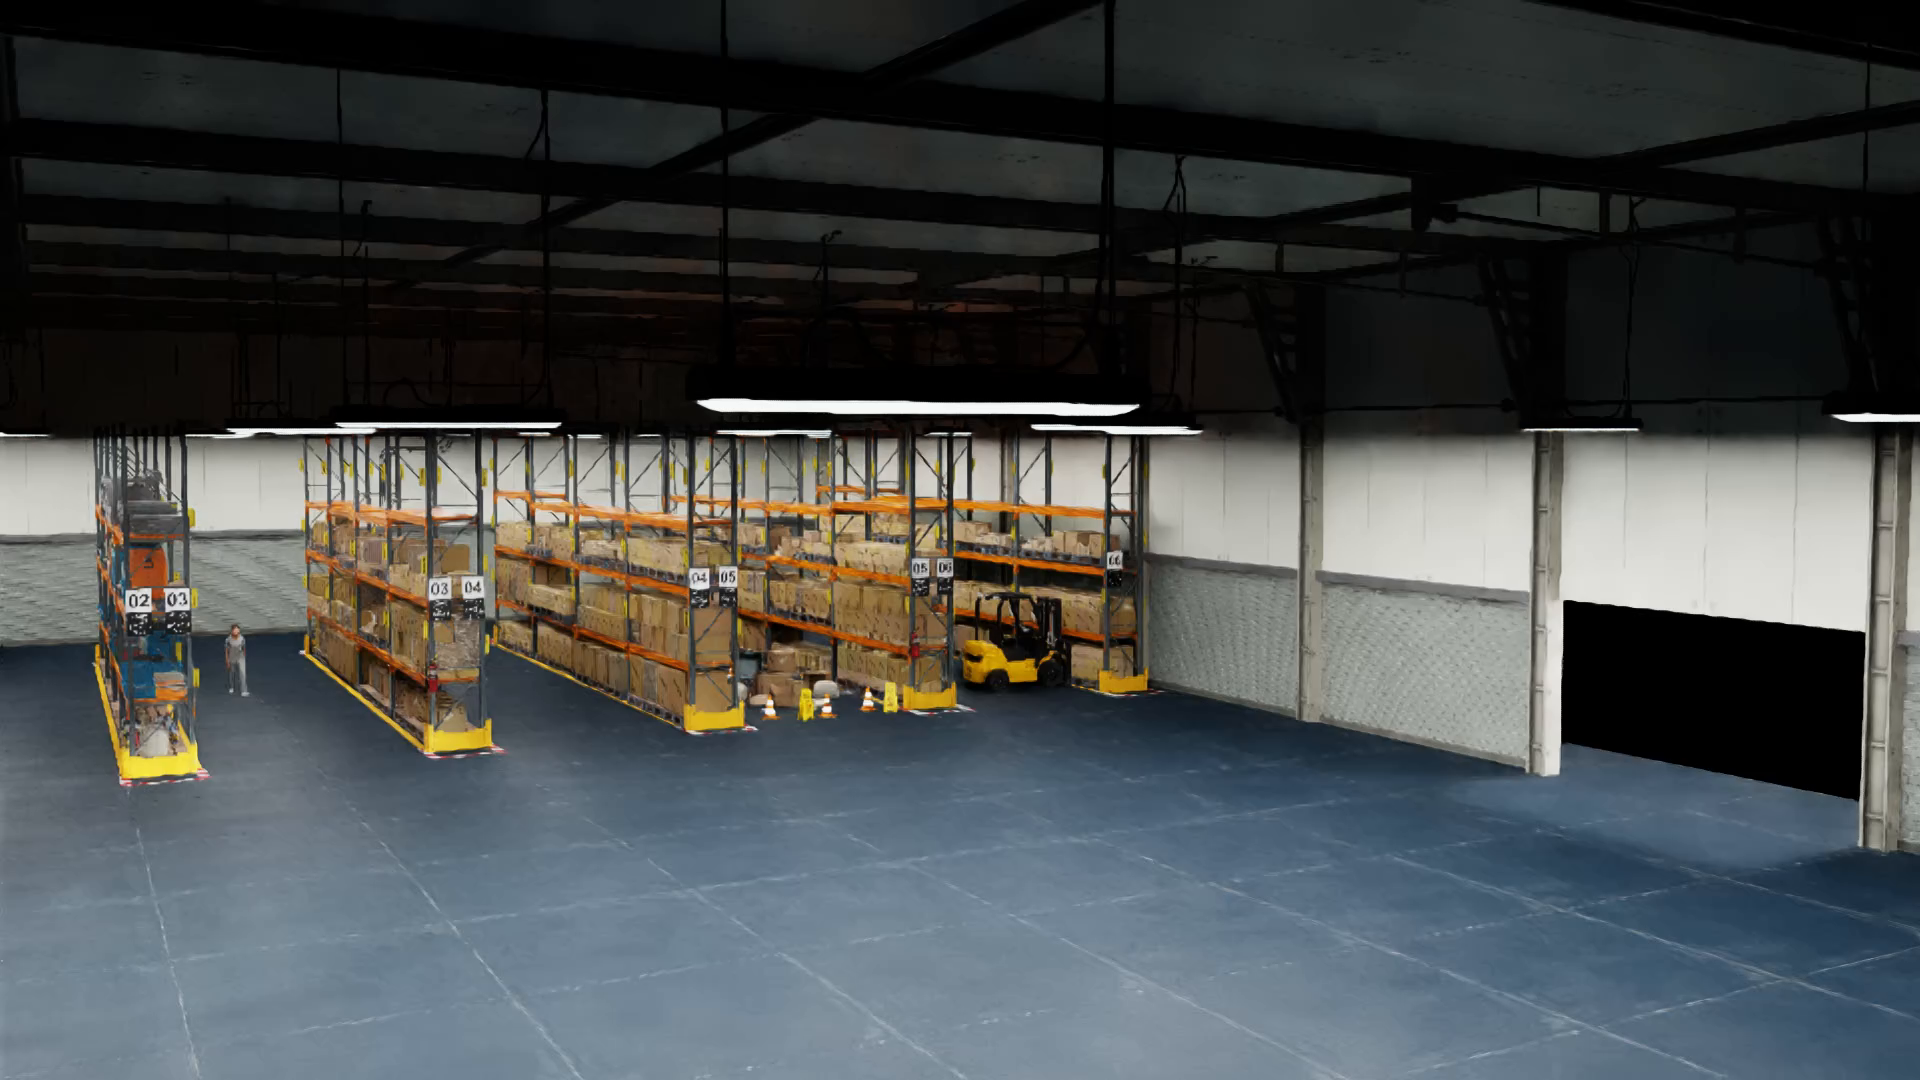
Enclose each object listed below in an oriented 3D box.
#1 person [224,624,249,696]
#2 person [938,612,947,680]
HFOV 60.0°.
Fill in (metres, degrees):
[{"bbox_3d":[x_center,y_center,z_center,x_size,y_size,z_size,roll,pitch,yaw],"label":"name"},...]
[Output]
[{"bbox_3d":[-16.152,2.660,37.067,0.449,1.585,1.097,-2,4,-30],"label":"person"},{"bbox_3d":[-0.430,2.513,39.633,0.450,1.599,0.467,0,3,-5],"label":"person"}]
